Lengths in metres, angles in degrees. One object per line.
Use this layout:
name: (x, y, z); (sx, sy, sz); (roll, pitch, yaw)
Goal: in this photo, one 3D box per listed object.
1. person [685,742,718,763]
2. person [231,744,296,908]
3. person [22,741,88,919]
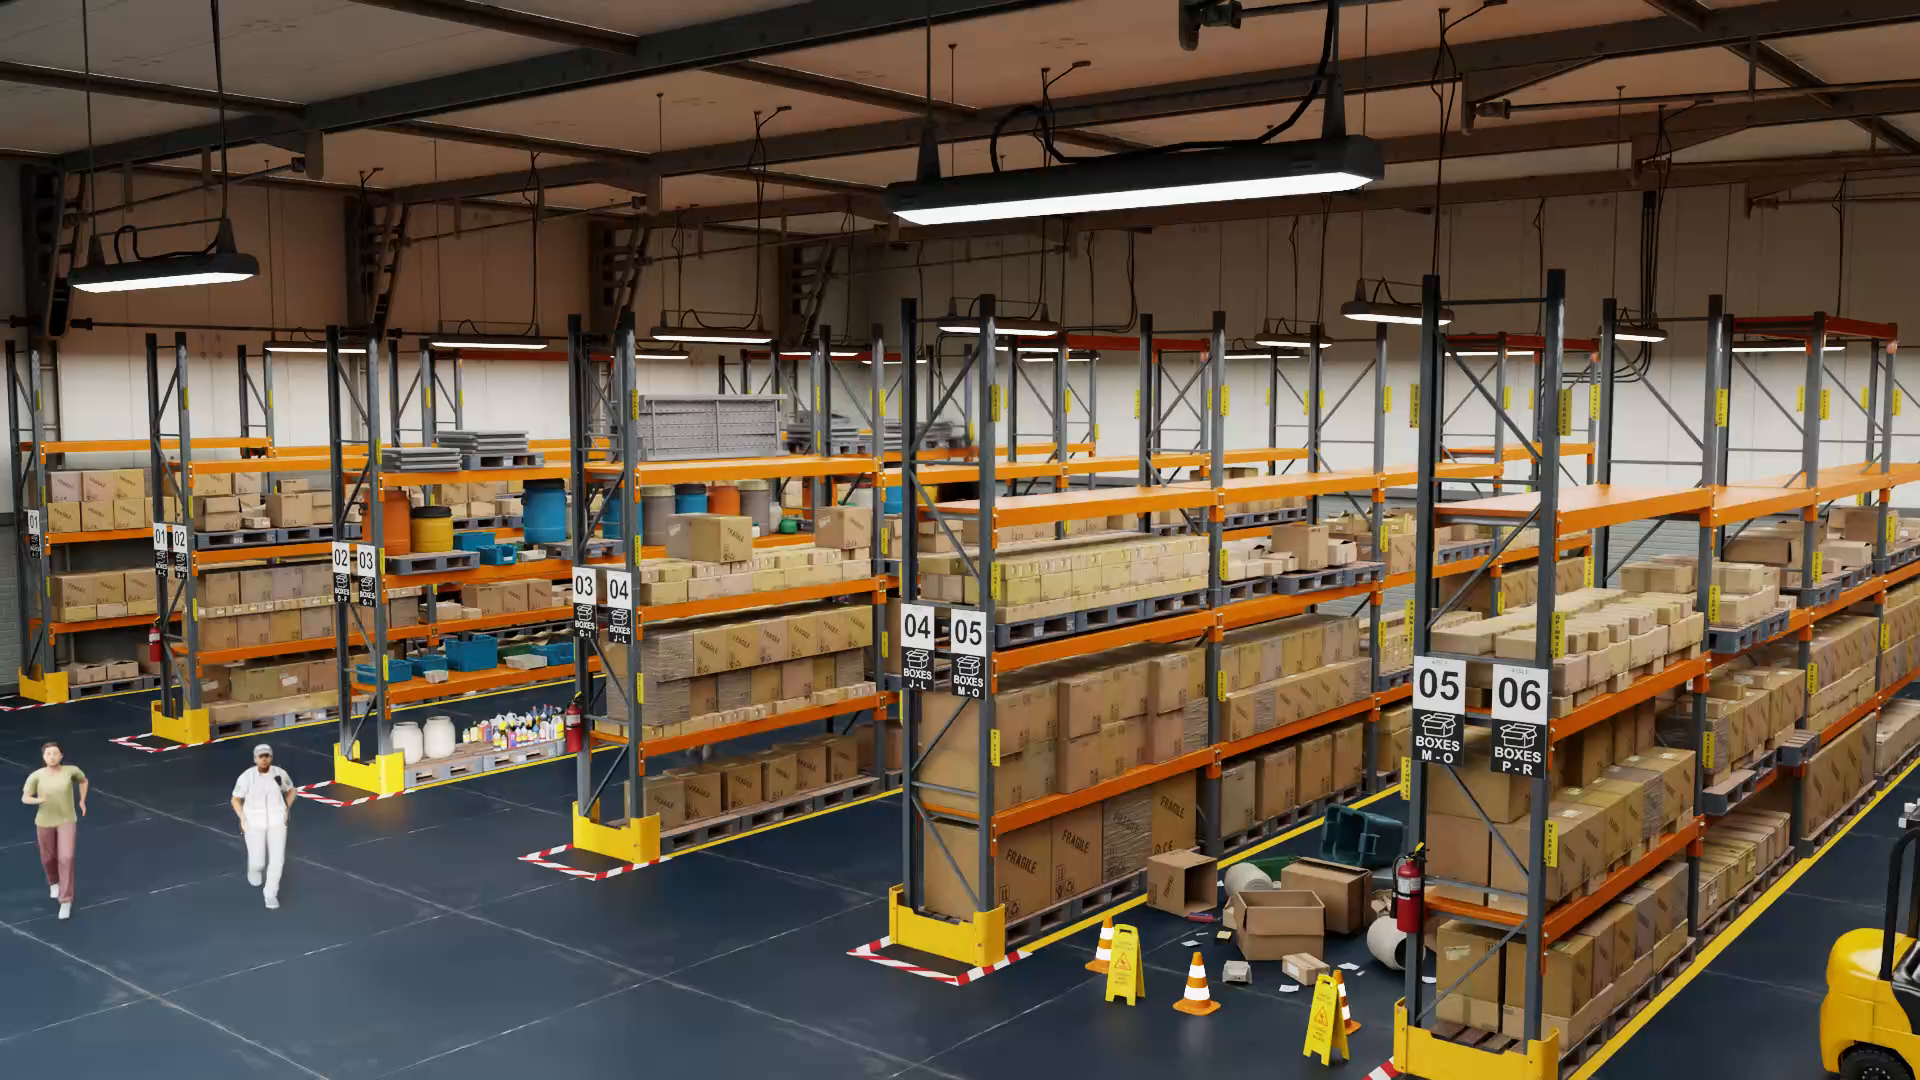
person: (-3.304, 2.345, 21.409); (0.650, 1.723, 0.613); (3, 6, 34)
person: (-7.009, 2.857, 16.781); (0.608, 1.629, 0.607); (-3, 6, -30)
person: (-8.966, 2.823, 16.497); (0.568, 1.670, 0.952); (-2, 6, -24)
